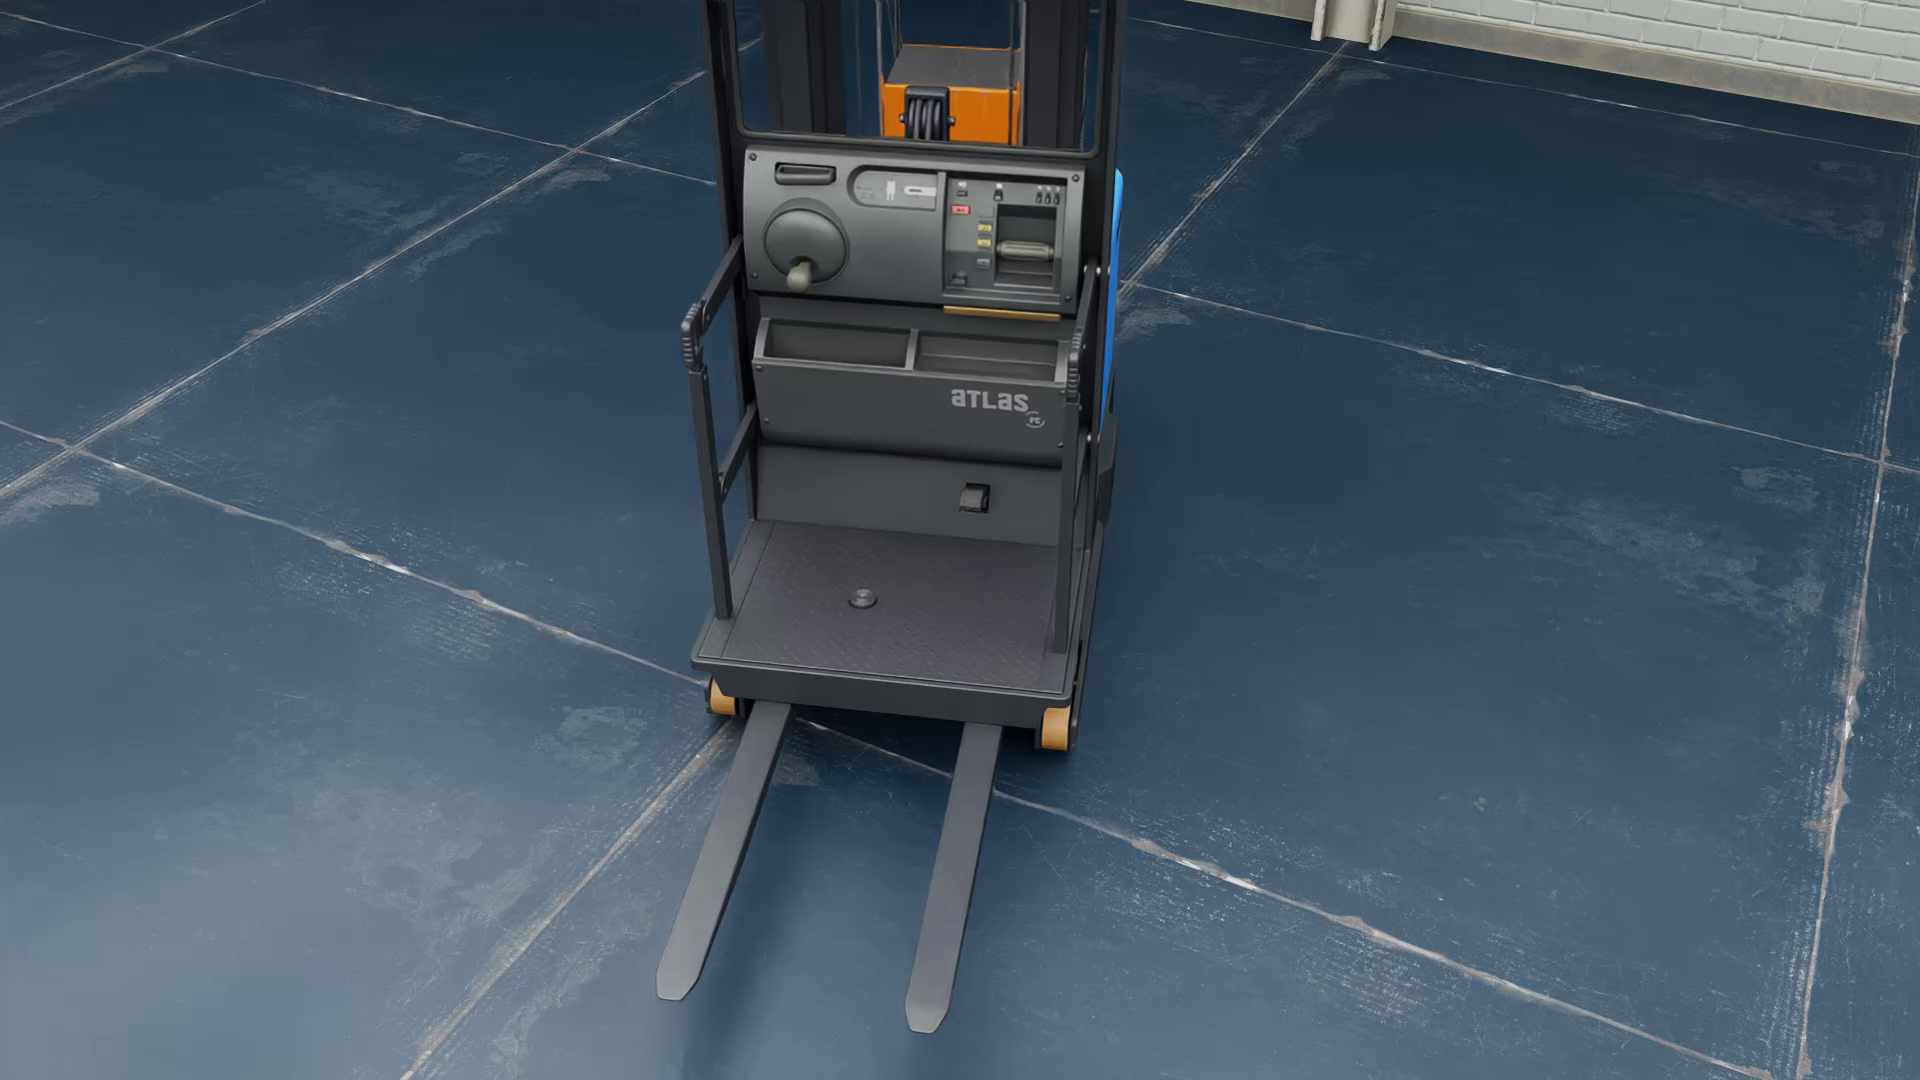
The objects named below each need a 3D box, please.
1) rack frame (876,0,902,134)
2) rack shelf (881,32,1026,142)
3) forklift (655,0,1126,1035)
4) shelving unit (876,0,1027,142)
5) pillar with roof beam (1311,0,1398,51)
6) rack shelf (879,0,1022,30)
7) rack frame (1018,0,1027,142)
[{"bbox_3d":[-0.246,-1.524,6.021,0.015,2.100,0.400,5,37,6],"label":"rack frame"},{"bbox_3d":[-0.005,-1.493,6.003,0.480,0.518,0.431,5,37,6],"label":"rack shelf"},{"bbox_3d":[-0.162,-0.777,4.349,1.130,2.935,3.031,5,38,7],"label":"forklift"},{"bbox_3d":[-0.005,-1.504,5.995,0.503,2.100,0.431,5,37,6],"label":"shelving unit"},{"bbox_3d":[0.275,-4.172,3.803,0.400,9.000,9.100,17,41,21],"label":"pillar with roof beam"},{"bbox_3d":[-0.005,-2.051,5.580,0.480,0.518,0.431,5,37,6],"label":"rack shelf"},{"bbox_3d":[0.237,-1.484,5.968,0.015,2.100,0.400,5,37,6],"label":"rack frame"}]
